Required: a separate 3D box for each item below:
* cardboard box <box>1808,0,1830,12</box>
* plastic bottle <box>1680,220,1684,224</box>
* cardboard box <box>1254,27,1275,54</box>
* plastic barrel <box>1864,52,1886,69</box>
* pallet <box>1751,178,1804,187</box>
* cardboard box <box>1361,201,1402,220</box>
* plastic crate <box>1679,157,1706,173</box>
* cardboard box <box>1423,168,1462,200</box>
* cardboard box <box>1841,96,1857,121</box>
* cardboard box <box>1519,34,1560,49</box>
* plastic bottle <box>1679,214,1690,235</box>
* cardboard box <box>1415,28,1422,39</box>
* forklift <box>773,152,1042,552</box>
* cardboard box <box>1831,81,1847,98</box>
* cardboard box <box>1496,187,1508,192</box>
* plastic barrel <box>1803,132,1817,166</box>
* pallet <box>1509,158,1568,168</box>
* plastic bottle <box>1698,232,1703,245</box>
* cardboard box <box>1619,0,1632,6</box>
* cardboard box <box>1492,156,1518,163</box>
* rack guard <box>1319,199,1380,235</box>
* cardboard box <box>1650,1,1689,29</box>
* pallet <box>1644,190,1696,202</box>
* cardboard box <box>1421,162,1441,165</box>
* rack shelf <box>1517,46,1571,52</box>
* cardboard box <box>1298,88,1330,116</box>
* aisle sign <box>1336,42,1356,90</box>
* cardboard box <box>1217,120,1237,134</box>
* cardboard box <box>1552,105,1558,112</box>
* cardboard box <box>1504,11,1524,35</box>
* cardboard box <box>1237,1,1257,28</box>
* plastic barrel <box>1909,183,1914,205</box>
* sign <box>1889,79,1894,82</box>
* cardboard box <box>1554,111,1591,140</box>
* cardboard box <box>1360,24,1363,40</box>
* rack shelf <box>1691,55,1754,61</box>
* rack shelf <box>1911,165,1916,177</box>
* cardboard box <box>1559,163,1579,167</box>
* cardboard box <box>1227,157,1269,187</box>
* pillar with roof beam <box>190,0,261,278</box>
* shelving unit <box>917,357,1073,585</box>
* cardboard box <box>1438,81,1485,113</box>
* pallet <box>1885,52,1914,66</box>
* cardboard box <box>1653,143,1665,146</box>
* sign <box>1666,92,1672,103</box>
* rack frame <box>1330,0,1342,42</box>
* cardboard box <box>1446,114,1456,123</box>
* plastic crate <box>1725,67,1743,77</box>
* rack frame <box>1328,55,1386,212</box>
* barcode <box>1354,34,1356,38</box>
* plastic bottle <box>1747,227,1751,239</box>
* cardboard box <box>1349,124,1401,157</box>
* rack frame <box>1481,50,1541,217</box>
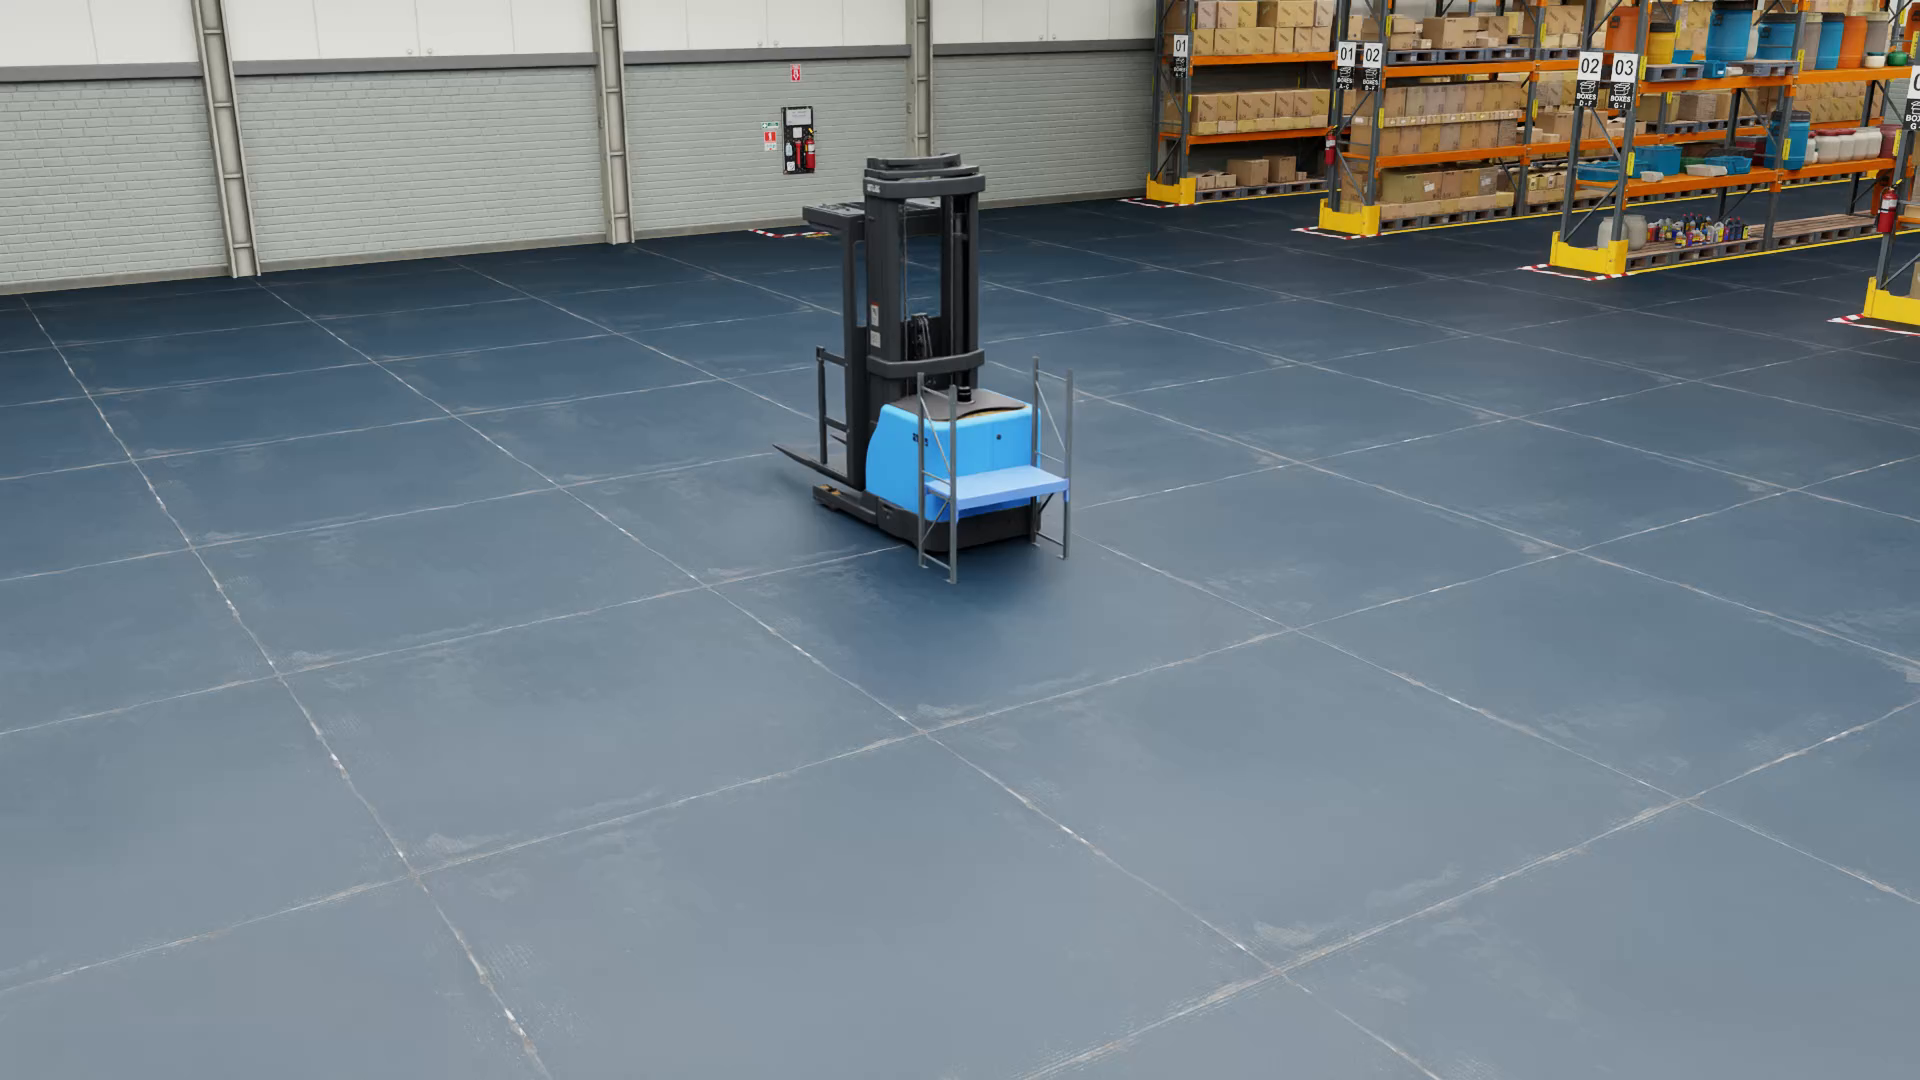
[{"bbox_3d":[17.790,-11.101,34.998,0.500,0.500,0.700,-12,22,-31],"label":"cardboard box"},{"bbox_3d":[11.787,-5.094,27.203,0.097,0.271,0.097,0,19,0],"label":"plastic bottle"},{"bbox_3d":[5.912,-9.972,33.186,0.500,0.500,0.500,-10,21,-28],"label":"cardboard box"},{"bbox_3d":[15.356,-8.052,27.912,0.301,0.262,0.301,0,19,0],"label":"plastic barrel"},{"bbox_3d":[17.484,-7.813,36.026,1.213,0.211,1.003,-12,22,-31],"label":"pallet"},{"bbox_3d":[7.458,-5.831,29.447,0.500,0.250,0.500,-12,22,-31],"label":"cardboard box"},{"bbox_3d":[11.660,-6.015,26.683,0.662,0.188,0.450,-12,22,-31],"label":"plastic crate"},{"bbox_3d":[8.712,-6.450,30.106,0.500,0.500,0.500,-12,22,-31],"label":"cardboard box"},{"bbox_3d":[19.175,-9.435,36.313,0.500,0.500,0.500,-12,22,-31],"label":"cardboard box"},{"bbox_3d":[10.748,-9.259,30.844,0.500,0.250,0.500,-9,21,-26],"label":"cardboard box"},{"bbox_3d":[11.889,-5.168,27.296,0.185,0.351,0.144,-13,23,-34],"label":"plastic bottle"},{"bbox_3d":[8.169,-8.915,29.513,0.500,0.311,0.500,-9,21,-25],"label":"cardboard box"},{"bbox_3d":[-0.589,-1.710,13.728,1.130,2.935,3.031,-12,22,-32],"label":"forklift"},{"bbox_3d":[18.749,-9.815,35.875,0.500,0.500,0.500,-11,22,-30],"label":"cardboard box"},{"bbox_3d":[10.415,-6.651,31.873,0.500,0.250,0.500,-12,22,-32],"label":"cardboard box"},{"bbox_3d":[13.869,-6.453,27.436,0.433,0.535,0.433,0,19,0],"label":"plastic barrel"},{"bbox_3d":[13.579,-8.861,39.125,1.213,0.211,1.003,-12,22,-31],"label":"pallet"},{"bbox_3d":[11.747,-4.788,26.407,0.097,0.201,0.097,0,19,0],"label":"plastic bottle"},{"bbox_3d":[15.358,-12.432,38.902,0.500,0.500,0.500,-12,22,-33],"label":"cardboard box"},{"bbox_3d":[12.263,-9.061,38.063,0.750,0.750,0.750,-12,22,-32],"label":"cardboard box"},{"bbox_3d":[6.868,-5.711,29.358,0.348,0.500,1.175,-12,22,-31],"label":"rack guard"},{"bbox_3d":[13.937,-10.326,32.704,0.500,0.500,0.500,-12,22,-31],"label":"cardboard box"},{"bbox_3d":[14.213,-7.109,33.944,1.213,0.211,1.003,-12,22,-31],"label":"pallet"},{"bbox_3d":[10.269,-8.517,36.969,0.500,0.500,0.700,-12,22,-31],"label":"cardboard box"},{"bbox_3d":[12.512,-11.066,37.732,4.000,0.370,1.077,-12,22,-31],"label":"rack shelf"},{"bbox_3d":[7.276,-9.056,34.381,0.500,0.500,0.500,-12,22,-32],"label":"cardboard box"},{"bbox_3d":[6.671,-8.198,28.752,0.004,0.787,0.394,-12,22,-31],"label":"aisle sign"},{"bbox_3d":[5.168,-8.259,33.193,0.500,0.250,0.500,-13,22,-33],"label":"cardboard box"},{"bbox_3d":[13.617,-10.009,38.527,0.250,0.149,0.380,-11,22,-30],"label":"cardboard box"},{"bbox_3d":[12.504,-11.702,37.650,0.500,0.500,0.700,-12,22,-31],"label":"cardboard box"},{"bbox_3d":[5.484,-10.347,32.733,0.500,0.500,0.500,-11,22,-30],"label":"cardboard box"},{"bbox_3d":[17.112,-6.218,30.182,0.421,0.512,0.421,0,19,0],"label":"plastic barrel"},{"bbox_3d":[20.539,-10.264,36.621,0.005,0.325,0.100,-12,22,-31],"label":"sign"},{"bbox_3d":[11.737,-7.964,31.961,0.500,0.500,0.500,-12,22,-31],"label":"cardboard box"},{"bbox_3d":[8.516,-10.690,34.981,0.500,0.311,0.500,-11,22,-30],"label":"cardboard box"},{"bbox_3d":[15.239,-9.741,33.815,4.000,0.370,1.077,-12,22,-31],"label":"rack shelf"},{"bbox_3d":[17.960,-6.995,30.374,4.000,0.370,1.077,-12,22,-31],"label":"rack shelf"},{"bbox_3d":[12.109,-7.273,32.837,0.500,0.311,0.500,-13,22,-33],"label":"cardboard box"},{"bbox_3d":[5.904,-7.562,34.146,0.500,0.500,0.700,-14,23,-35],"label":"cardboard box"},{"bbox_3d":[-8.397,-7.099,20.191,0.400,9.000,9.100,-12,22,-31],"label":"pillar with roof beam"},{"bbox_3d":[0.264,-0.534,12.484,1.048,1.500,0.538,-11,22,-30],"label":"shelving unit"},{"bbox_3d":[9.021,-8.009,30.070,0.500,0.500,0.700,-12,22,-31],"label":"cardboard box"},{"bbox_3d":[16.983,-8.423,29.088,1.213,0.211,1.003,-12,22,-31],"label":"pallet"},{"bbox_3d":[16.993,-9.907,41.113,0.500,0.500,0.700,-12,22,-31],"label":"cardboard box"},{"bbox_3d":[13.877,-8.709,32.515,0.005,0.325,0.100,-12,22,-31],"label":"sign"},{"bbox_3d":[7.501,-11.771,34.011,0.127,3.000,1.000,-12,22,-31],"label":"rack frame"},{"bbox_3d":[8.618,-7.536,29.684,0.250,0.149,0.380,-12,22,-31],"label":"cardboard box"},{"bbox_3d":[11.831,-7.184,25.539,0.396,0.136,0.243,-12,22,-31],"label":"plastic crate"},{"bbox_3d":[6.888,-6.900,28.970,0.127,3.000,1.000,-12,22,-31],"label":"rack frame"},{"bbox_3d":[6.874,-8.778,28.936,0.075,0.075,0.001,-12,22,-31],"label":"barcode"},{"bbox_3d":[12.818,-5.014,27.075,0.097,0.201,0.097,0,19,0],"label":"plastic bottle"},{"bbox_3d":[7.285,-7.026,29.187,0.500,0.500,0.700,-12,22,-31],"label":"cardboard box"},{"bbox_3d":[10.228,-7.604,31.054,0.127,3.000,1.000,-12,22,-31],"label":"rack frame"}]
